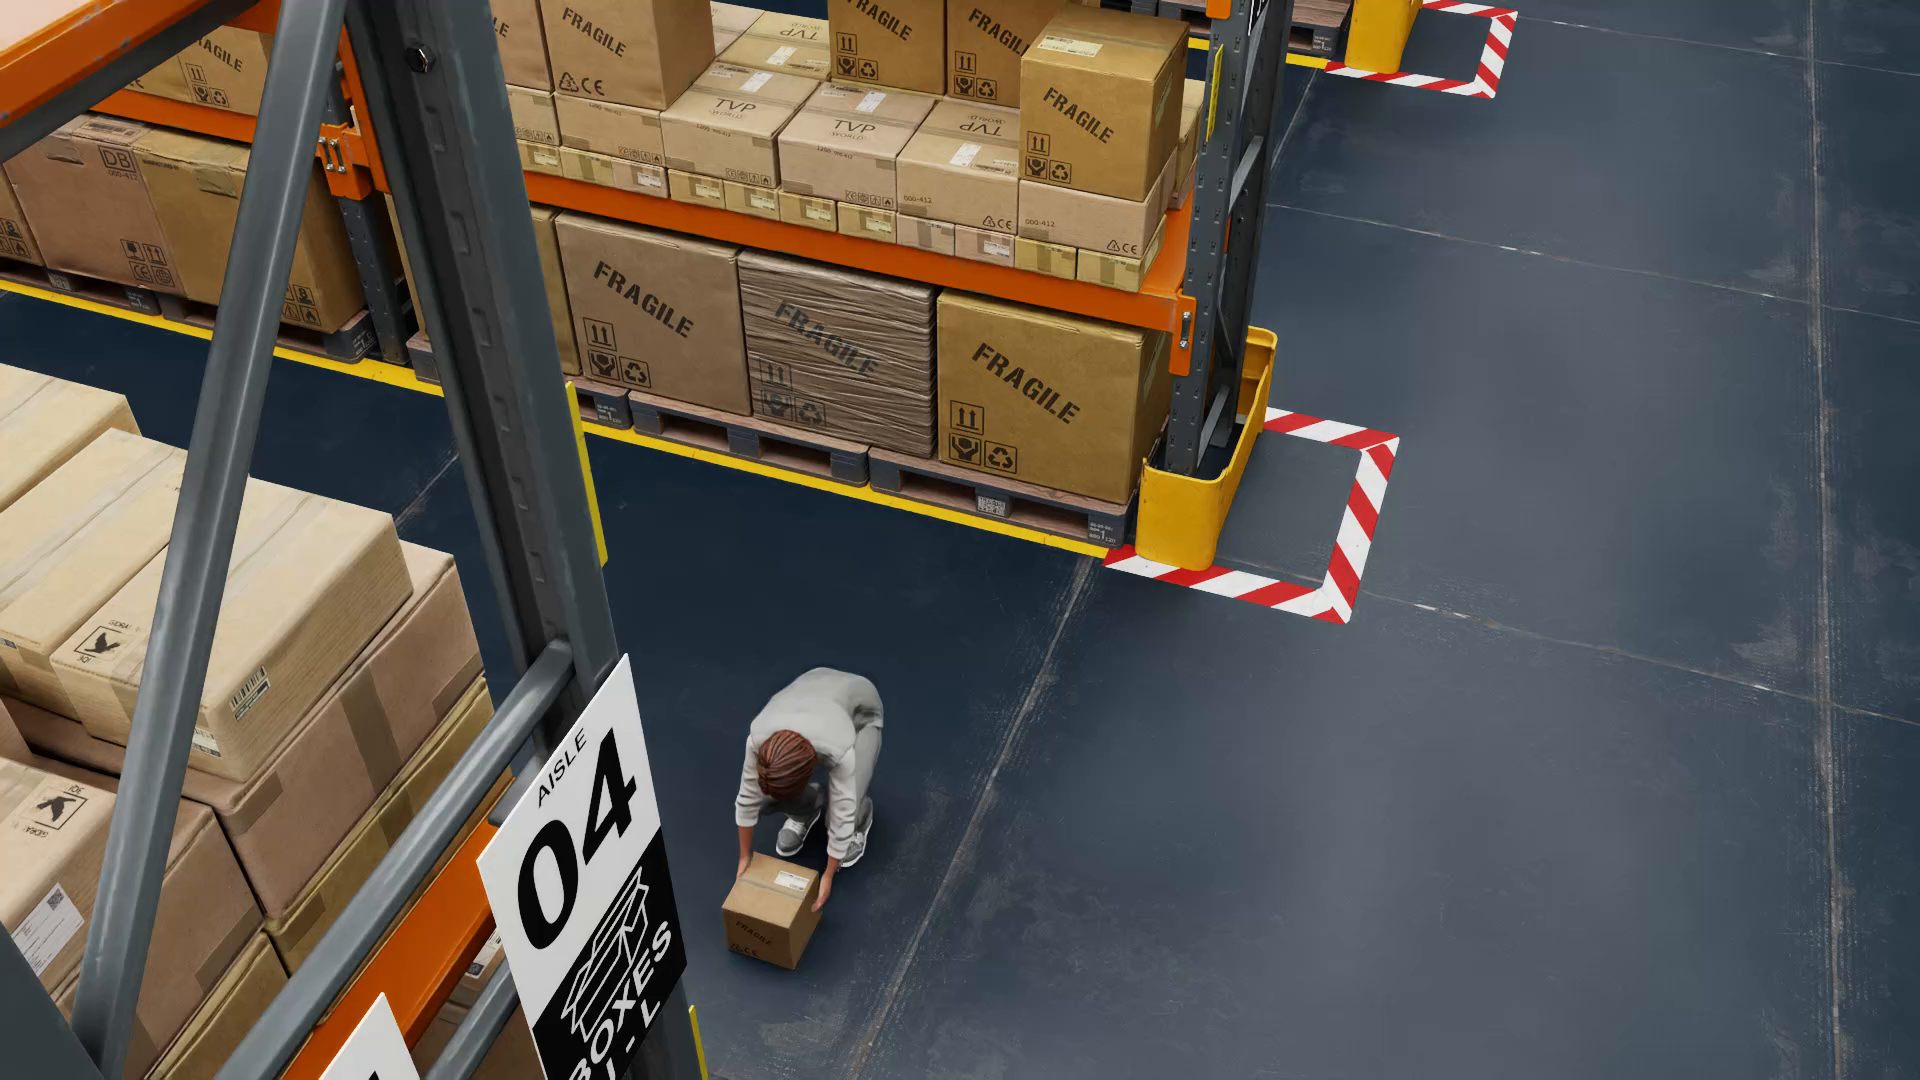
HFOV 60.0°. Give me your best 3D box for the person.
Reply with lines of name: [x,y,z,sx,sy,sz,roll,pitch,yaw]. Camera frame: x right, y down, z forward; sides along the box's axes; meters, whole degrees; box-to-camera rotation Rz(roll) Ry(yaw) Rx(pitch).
person: [-0.478,0.802,5.849,0.446,0.835,0.648,14,44,15]
